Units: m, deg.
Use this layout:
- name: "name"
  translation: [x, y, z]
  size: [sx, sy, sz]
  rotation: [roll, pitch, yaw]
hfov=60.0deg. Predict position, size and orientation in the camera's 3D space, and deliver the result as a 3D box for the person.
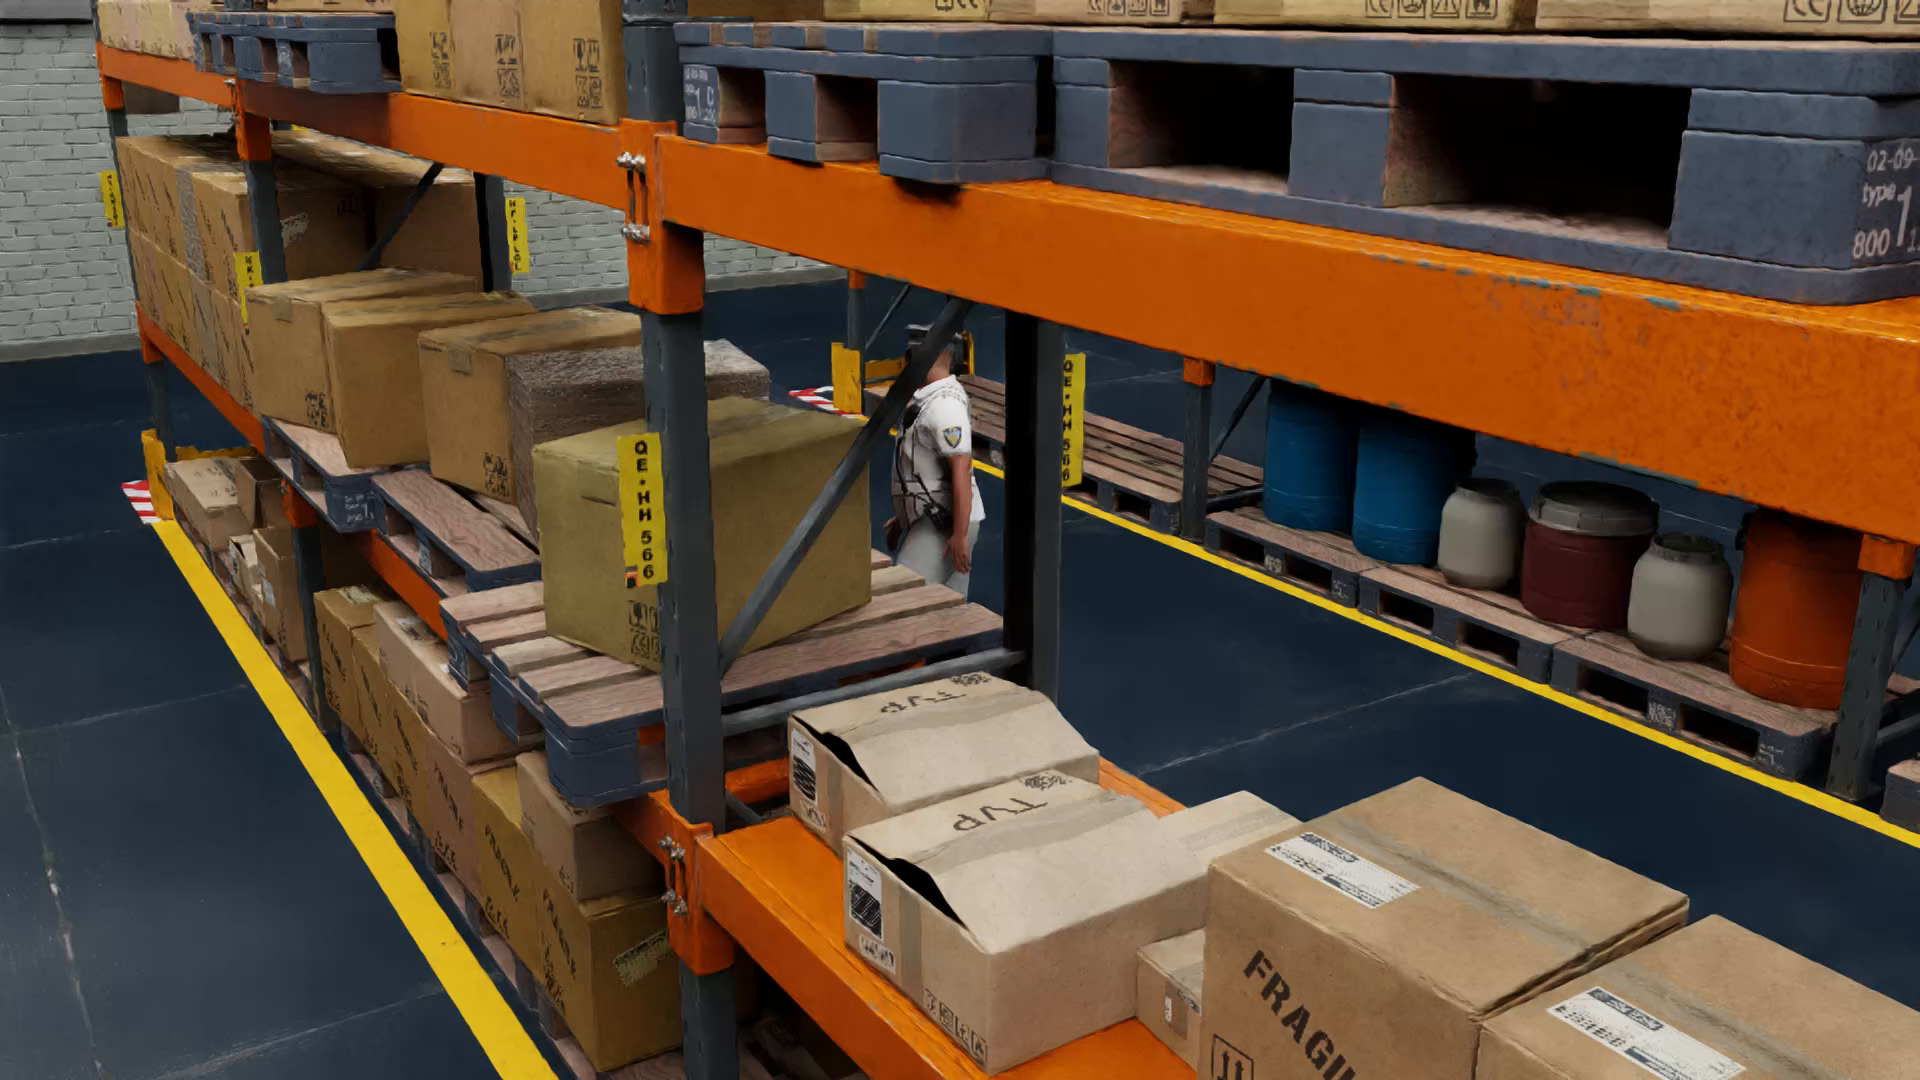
- name: "person"
  translation: [-0.104, -0.050, 7.201]
  size: [0.487, 1.709, 0.752]
  rotation: [-2, 18, -7]
